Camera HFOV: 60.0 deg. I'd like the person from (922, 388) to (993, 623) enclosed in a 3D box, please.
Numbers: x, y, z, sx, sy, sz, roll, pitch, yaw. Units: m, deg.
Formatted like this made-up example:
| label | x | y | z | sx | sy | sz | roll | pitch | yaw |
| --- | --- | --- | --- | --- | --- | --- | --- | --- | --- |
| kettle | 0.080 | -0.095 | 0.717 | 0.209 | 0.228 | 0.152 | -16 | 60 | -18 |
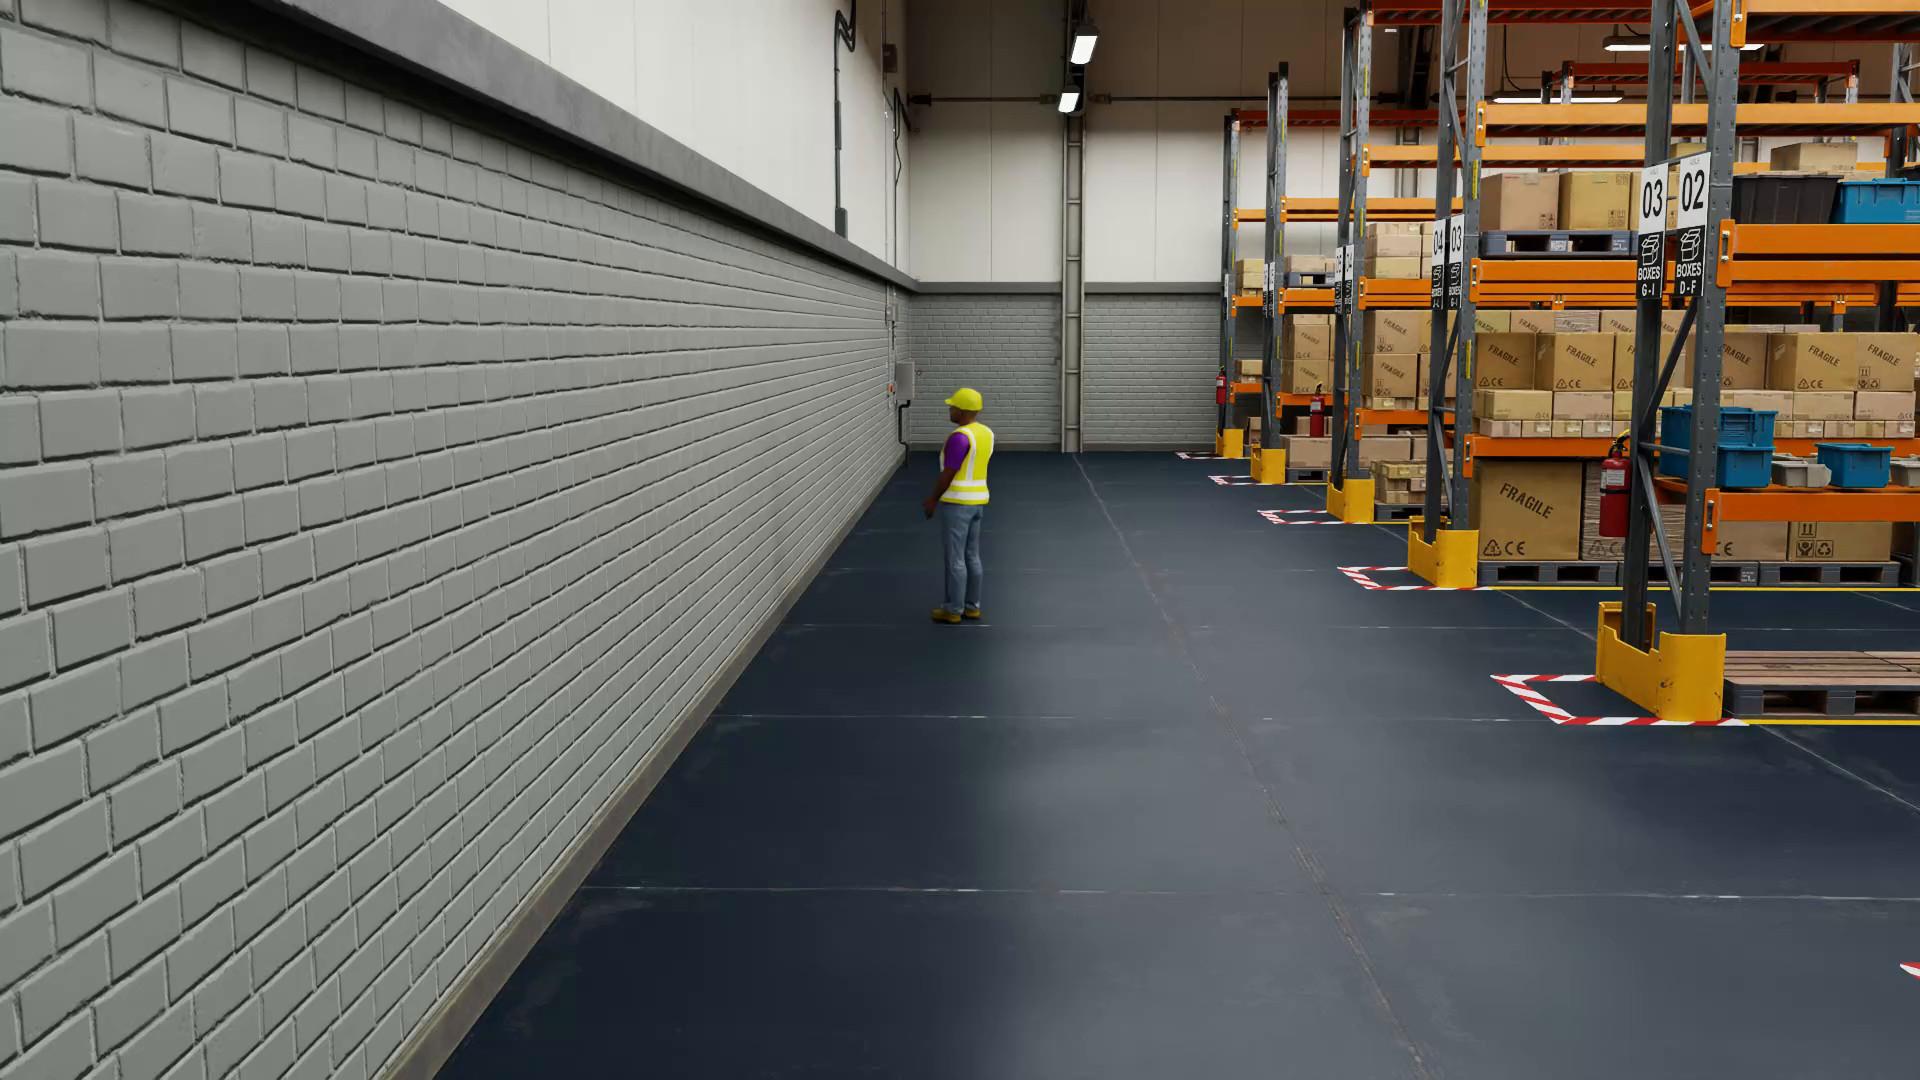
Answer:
| label | x | y | z | sx | sy | sz | roll | pitch | yaw |
| --- | --- | --- | --- | --- | --- | --- | --- | --- | --- |
| person | -0.011 | -0.272 | 12.682 | 0.468 | 1.777 | 0.599 | 4 | 8 | 26 |
